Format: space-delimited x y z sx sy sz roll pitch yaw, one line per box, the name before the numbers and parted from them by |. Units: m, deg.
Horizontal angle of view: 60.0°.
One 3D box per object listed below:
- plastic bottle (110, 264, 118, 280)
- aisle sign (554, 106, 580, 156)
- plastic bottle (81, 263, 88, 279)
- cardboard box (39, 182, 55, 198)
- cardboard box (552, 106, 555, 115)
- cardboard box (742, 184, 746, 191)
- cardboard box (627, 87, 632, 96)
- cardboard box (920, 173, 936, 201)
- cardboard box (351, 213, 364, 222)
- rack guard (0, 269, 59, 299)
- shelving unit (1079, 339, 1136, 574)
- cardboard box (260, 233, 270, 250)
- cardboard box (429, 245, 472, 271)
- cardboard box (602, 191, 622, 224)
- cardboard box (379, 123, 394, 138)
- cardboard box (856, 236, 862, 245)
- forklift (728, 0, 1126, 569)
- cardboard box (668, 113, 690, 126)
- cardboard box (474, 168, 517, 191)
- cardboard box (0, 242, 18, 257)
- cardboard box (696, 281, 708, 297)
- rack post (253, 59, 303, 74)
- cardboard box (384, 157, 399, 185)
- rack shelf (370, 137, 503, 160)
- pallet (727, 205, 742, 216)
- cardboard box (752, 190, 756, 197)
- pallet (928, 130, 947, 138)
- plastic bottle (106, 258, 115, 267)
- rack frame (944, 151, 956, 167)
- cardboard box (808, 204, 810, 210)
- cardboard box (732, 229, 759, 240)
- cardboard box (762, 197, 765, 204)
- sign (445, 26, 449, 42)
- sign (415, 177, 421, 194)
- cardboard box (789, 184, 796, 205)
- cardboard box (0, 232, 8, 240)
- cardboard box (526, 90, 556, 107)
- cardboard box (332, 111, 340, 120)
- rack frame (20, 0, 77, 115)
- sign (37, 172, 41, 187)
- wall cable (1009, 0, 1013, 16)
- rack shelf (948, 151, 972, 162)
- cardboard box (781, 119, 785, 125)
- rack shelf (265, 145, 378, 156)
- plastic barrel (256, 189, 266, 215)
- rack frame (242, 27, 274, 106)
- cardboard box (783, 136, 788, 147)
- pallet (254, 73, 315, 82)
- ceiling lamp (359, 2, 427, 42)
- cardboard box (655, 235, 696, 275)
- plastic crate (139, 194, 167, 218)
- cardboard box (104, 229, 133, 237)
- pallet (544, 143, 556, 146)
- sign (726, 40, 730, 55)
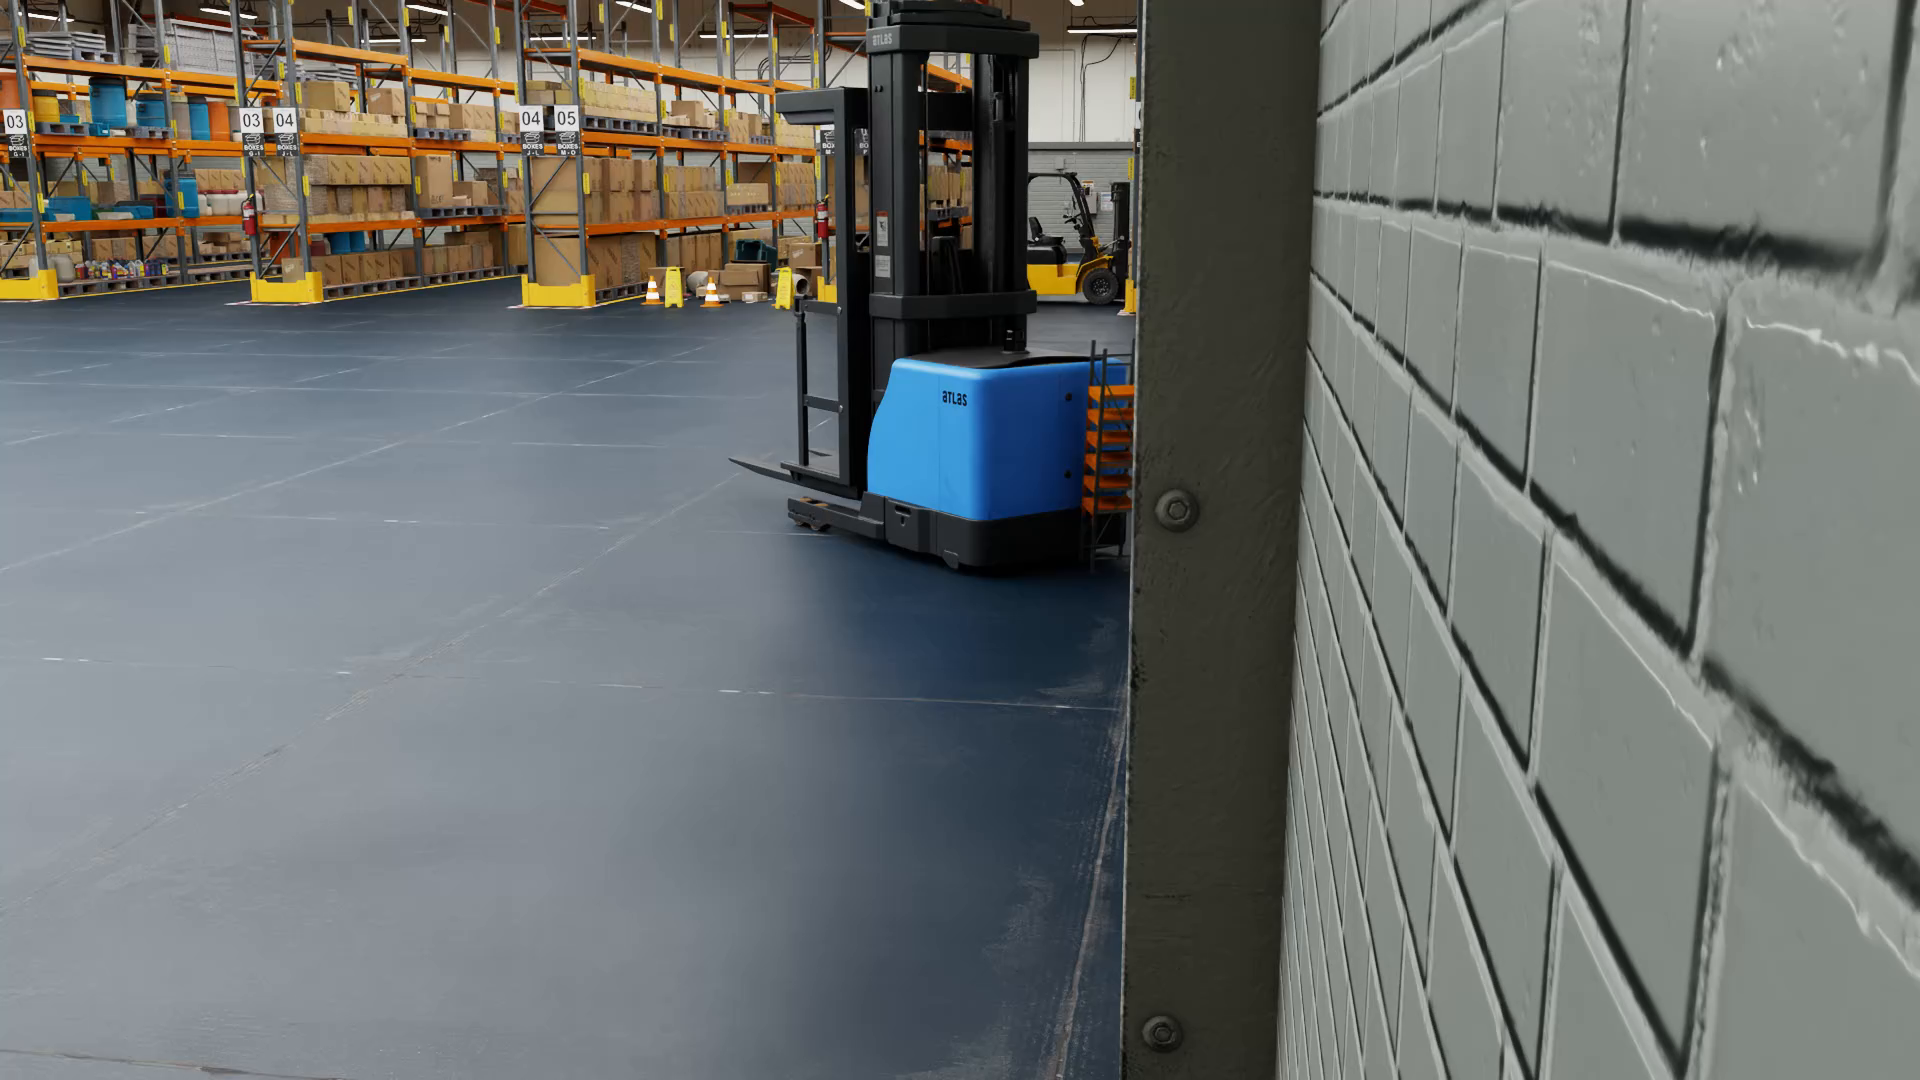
plastic bottle | -15.762 -4.997 30.961 0.061 0.283 0.133 2 12 10
aisle sign | -6.337 -6.600 26.826 0.394 0.787 0.004 2 12 9
plastic bottle | -16.381 -5.027 31.105 0.061 0.283 0.133 2 12 9
cardboard box | -24.128 -8.925 43.076 0.980 0.700 0.700 2 12 7
cardboard box | -6.867 -7.084 27.484 0.380 0.149 0.250 2 12 9
cardboard box | -4.929 -7.755 36.547 0.380 0.149 0.250 2 12 10
cardboard box | -5.943 -7.824 29.028 0.380 0.149 0.250 2 12 8
cardboard box | -0.745 -6.534 30.754 0.500 0.500 0.500 2 12 10
cardboard box | -10.902 -5.773 29.757 0.380 0.149 0.250 2 12 9
rack guard | -16.437 -4.491 29.145 1.175 0.500 0.348 2 12 9
shelving unit | 0.789 -0.426 8.580 0.258 1.200 0.189 -3 21 -14
cardboard box | -18.675 -8.059 44.659 0.500 0.500 0.500 2 12 9
cardboard box | -10.514 -5.819 34.264 0.700 0.500 0.500 3 13 13
cardboard box | -6.337 -5.733 28.619 0.875 0.550 0.550 2 12 9
cardboard box | -10.795 -7.549 30.638 0.500 0.250 0.500 2 12 10
cardboard box | -1.860 -5.013 27.842 0.380 0.149 0.250 2 12 10
forklift | -0.367 -1.539 9.679 1.130 2.935 3.031 -9 15 -35
cardboard box | -5.510 -8.223 32.496 0.396 0.266 0.258 2 12 9
cardboard box | -10.149 -7.891 36.372 0.797 0.503 0.637 2 12 11
cardboard box | -20.210 -6.114 34.944 0.500 0.311 0.500 1 12 7
cardboard box | -4.452 -4.432 29.428 0.396 0.266 0.258 4 13 18
rack post | -15.101 -10.409 36.611 0.954 0.300 0.937 2 12 9
cardboard box | -10.766 -6.844 30.814 0.500 0.500 0.500 2 12 9
rack shelf | -10.585 -7.899 33.612 1.077 0.370 4.000 2 12 9
pallet | -5.388 -7.077 35.665 1.213 0.211 1.003 2 12 9
cardboard box | -4.802 -7.772 37.331 0.380 0.149 0.250 1 12 6
pallet | -0.900 -7.546 30.714 1.213 0.211 1.003 2 12 9
plastic bottle | -16.350 -5.254 31.998 0.144 0.351 0.185 1 12 6
rack frame | 0.130 -7.712 38.158 1.000 3.000 0.127 2 12 9
cardboard box | -4.008 -8.434 42.103 0.380 0.149 0.250 2 12 9
cardboard box | -4.801 -6.821 37.180 0.500 0.250 0.500 1 12 6
cardboard box | -4.681 -7.791 38.122 0.380 0.149 0.250 2 12 9
sign | -10.826 -10.684 35.117 0.100 0.325 0.005 2 12 9
sign | -10.355 -6.775 31.755 0.100 0.325 0.005 2 12 9
cardboard box | -4.270 -8.347 40.163 0.500 0.500 0.500 2 12 7
cardboard box | -24.317 -7.529 41.417 0.750 0.750 0.750 2 12 9
cardboard box | -6.823 -7.257 27.342 0.500 0.250 0.500 2 12 9
cardboard box | -11.031 -7.385 28.930 0.380 0.149 0.250 2 12 9
rack frame | -20.065 -10.455 36.645 1.000 3.000 0.127 2 12 9
sign | -20.603 -8.065 37.236 0.100 0.325 0.005 2 12 9
wall cable | 0.306 -15.930 46.386 2.355 3.000 0.029 2 12 9
rack shelf | 0.437 -9.243 39.849 1.077 0.370 4.000 2 12 9
cardboard box | -4.350 -9.899 39.407 0.380 0.149 0.250 2 12 7
rack shelf | -14.864 -8.892 38.220 1.077 0.370 4.000 2 12 9
plastic barrel | -14.943 -7.321 36.021 0.600 0.536 0.708 2 12 9
rack frame | -18.835 -12.120 44.372 1.000 3.000 0.127 2 12 9
cardboard box | -4.377 -9.437 39.397 0.500 0.250 0.500 2 12 8
pallet | -15.030 -10.155 36.651 1.213 0.211 1.003 2 12 9
ceiling lamp | -15.951 -15.450 45.970 2.000 3.185 0.800 2 12 9
cardboard box | -5.848 -5.624 32.814 1.050 0.750 0.750 2 12 9
plastic crate | -16.015 -6.670 33.172 0.402 0.464 0.583 2 12 9
cardboard box | -19.996 -7.309 39.398 0.500 0.250 0.500 2 12 8
pallet | -9.754 -9.213 38.459 0.805 0.209 1.217 1 12 6
sign | -5.310 -11.301 38.165 0.100 0.325 0.005 2 12 9
